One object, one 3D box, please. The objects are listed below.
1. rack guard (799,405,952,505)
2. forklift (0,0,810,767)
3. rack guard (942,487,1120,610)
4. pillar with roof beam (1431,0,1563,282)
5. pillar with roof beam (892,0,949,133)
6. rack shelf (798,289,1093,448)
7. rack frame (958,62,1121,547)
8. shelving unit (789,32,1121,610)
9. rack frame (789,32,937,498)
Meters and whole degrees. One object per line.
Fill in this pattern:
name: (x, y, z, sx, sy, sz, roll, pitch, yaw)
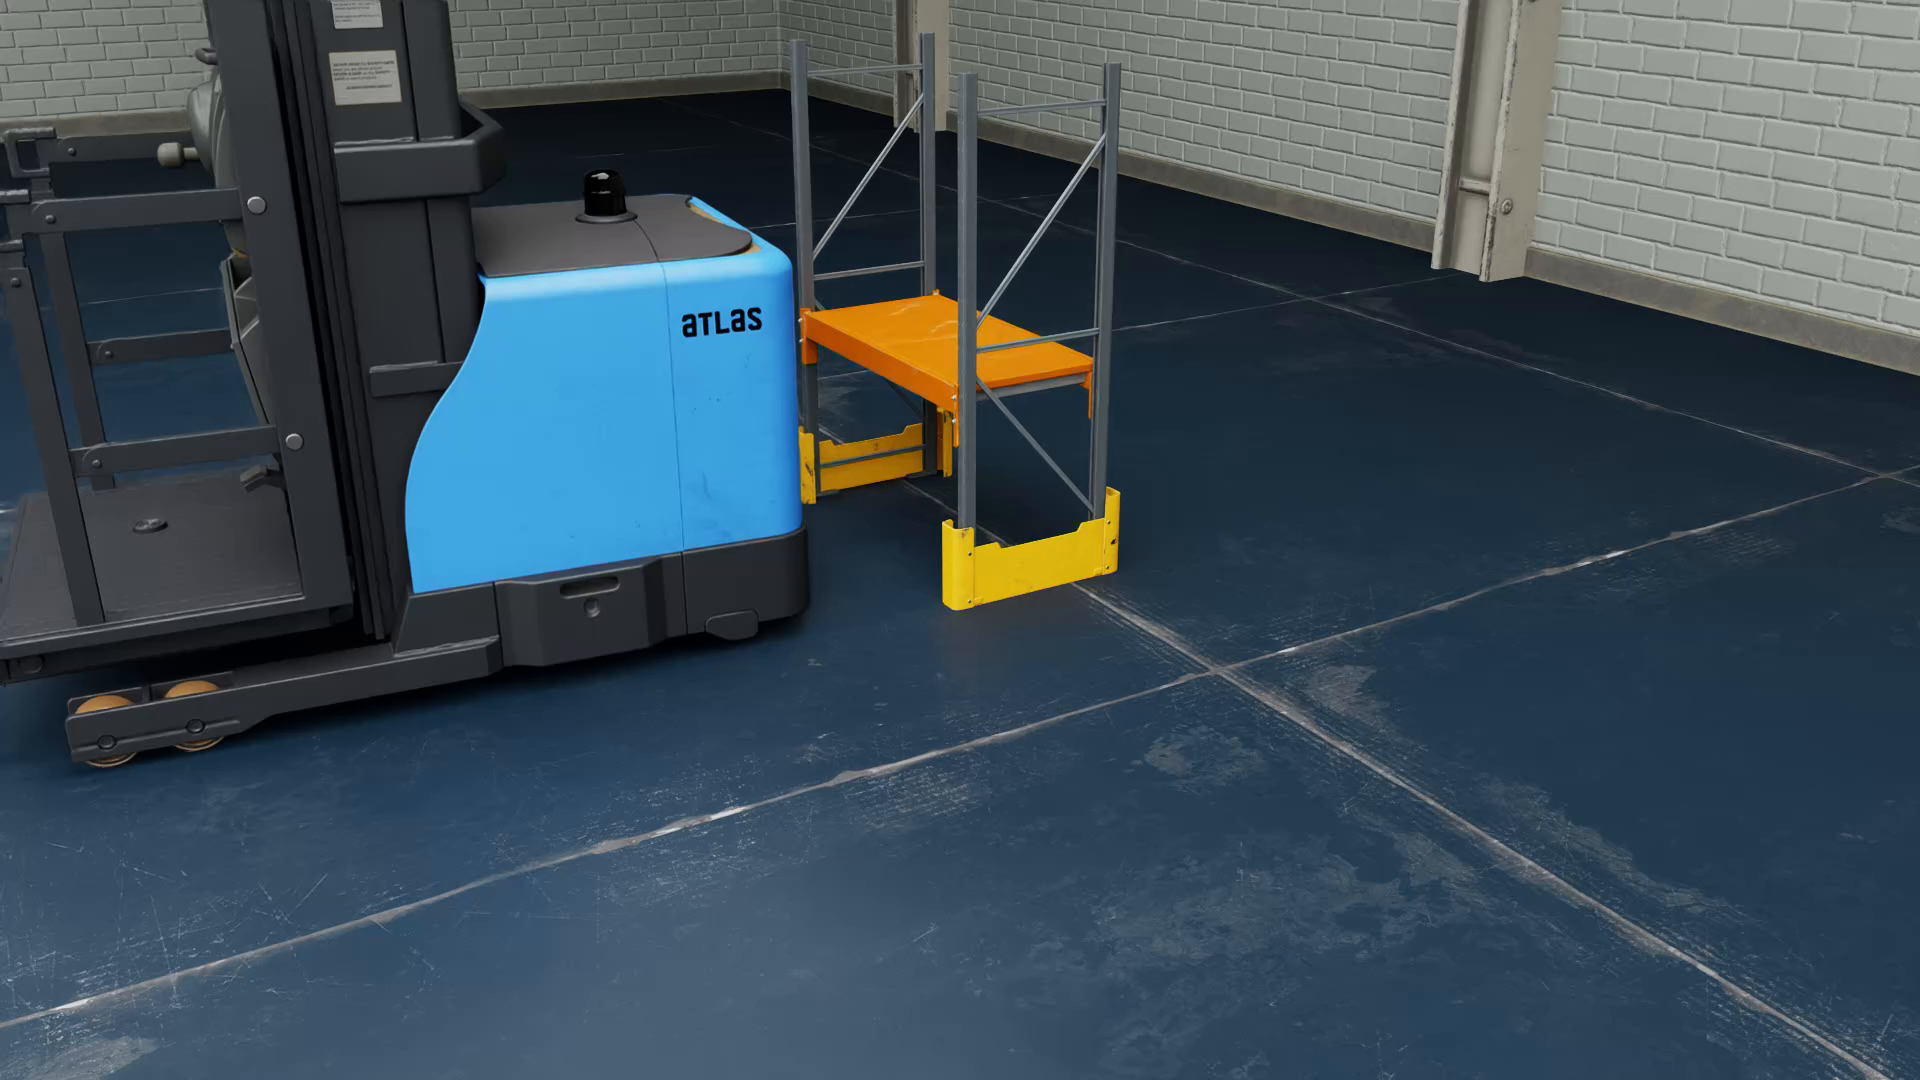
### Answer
rack guard: (-0.293, -0.302, 5.722, 0.587, 0.250, 0.087, -13, 25, -28)
forklift: (-1.985, -1.041, 3.981, 3.031, 2.935, 1.130, -9, 24, -22)
rack guard: (0.215, 0.021, 4.928, 0.587, 0.250, 0.087, -13, 25, -28)
pillar with roof beam: (-0.951, -4.766, 5.086, 9.100, 9.000, 0.400, -13, 25, -28)
pillar with roof beam: (-4.016, -6.708, 9.865, 9.100, 9.000, 0.400, -13, 25, -28)
rack shelf: (-0.044, -0.556, 5.165, 0.538, 0.185, 1.000, -13, 25, -28)
rack frame: (0.216, -0.558, 4.692, 0.500, 1.500, 0.032, -13, 25, -28)
shelving unit: (-0.039, -0.719, 5.090, 0.587, 1.500, 1.083, -13, 25, -28)
rack frame: (-0.303, -0.887, 5.502, 0.500, 1.500, 0.032, -13, 25, -28)
